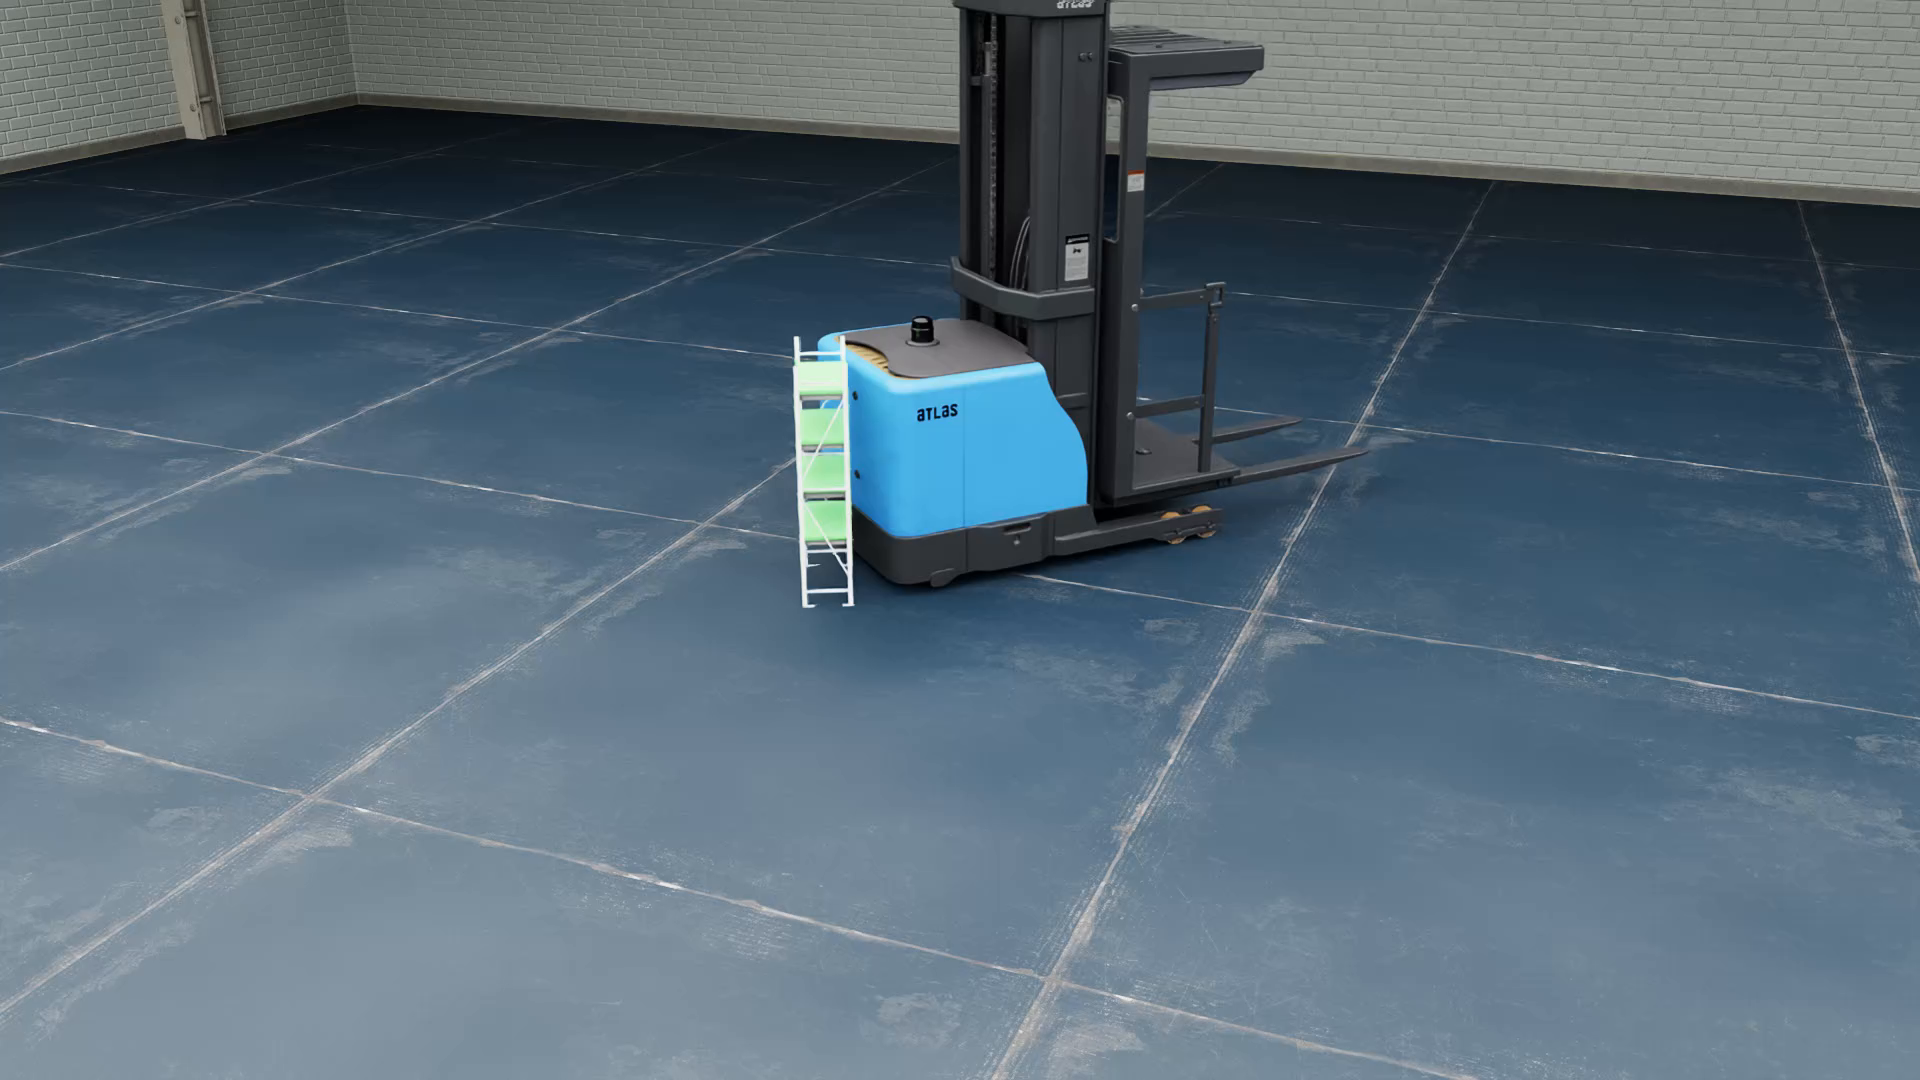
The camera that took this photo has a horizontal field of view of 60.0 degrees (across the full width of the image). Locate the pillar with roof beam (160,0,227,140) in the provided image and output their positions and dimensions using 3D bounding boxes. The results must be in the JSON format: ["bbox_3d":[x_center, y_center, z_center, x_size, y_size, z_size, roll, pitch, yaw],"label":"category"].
[{"bbox_3d":[-5.477,-8.606,17.678,9.100,9.000,0.400,9,24,20],"label":"pillar with roof beam"}]

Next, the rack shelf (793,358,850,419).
[{"bbox_3d":[-0.653,-0.712,7.817,0.258,0.148,0.480,-2,23,-4],"label":"rack shelf"}]

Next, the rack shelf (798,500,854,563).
[{"bbox_3d":[-0.653,-0.047,8.095,0.258,0.148,0.480,-2,23,-4],"label":"rack shelf"}]

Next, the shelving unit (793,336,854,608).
[{"bbox_3d":[-0.653,-0.328,7.978,0.258,1.200,0.503,-2,23,-4],"label":"shelving unit"}]

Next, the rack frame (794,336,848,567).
[{"bbox_3d":[-0.673,-0.421,8.202,0.240,1.200,0.015,-2,23,-4],"label":"rack frame"}]

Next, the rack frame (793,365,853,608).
[{"bbox_3d":[-0.633,-0.234,7.753,0.240,1.200,0.015,-2,23,-4],"label":"rack frame"}]

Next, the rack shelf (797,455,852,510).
[{"bbox_3d":[-0.653,-0.269,8.002,0.258,0.148,0.480,-2,23,-4],"label":"rack shelf"}]

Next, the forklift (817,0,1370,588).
[{"bbox_3d":[0.811,-1.500,8.539,3.031,2.935,1.130,-11,25,-25],"label":"forklift"}]

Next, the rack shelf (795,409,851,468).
[{"bbox_3d":[-0.653,-0.490,7.910,0.258,0.148,0.480,-2,23,-4],"label":"rack shelf"}]
